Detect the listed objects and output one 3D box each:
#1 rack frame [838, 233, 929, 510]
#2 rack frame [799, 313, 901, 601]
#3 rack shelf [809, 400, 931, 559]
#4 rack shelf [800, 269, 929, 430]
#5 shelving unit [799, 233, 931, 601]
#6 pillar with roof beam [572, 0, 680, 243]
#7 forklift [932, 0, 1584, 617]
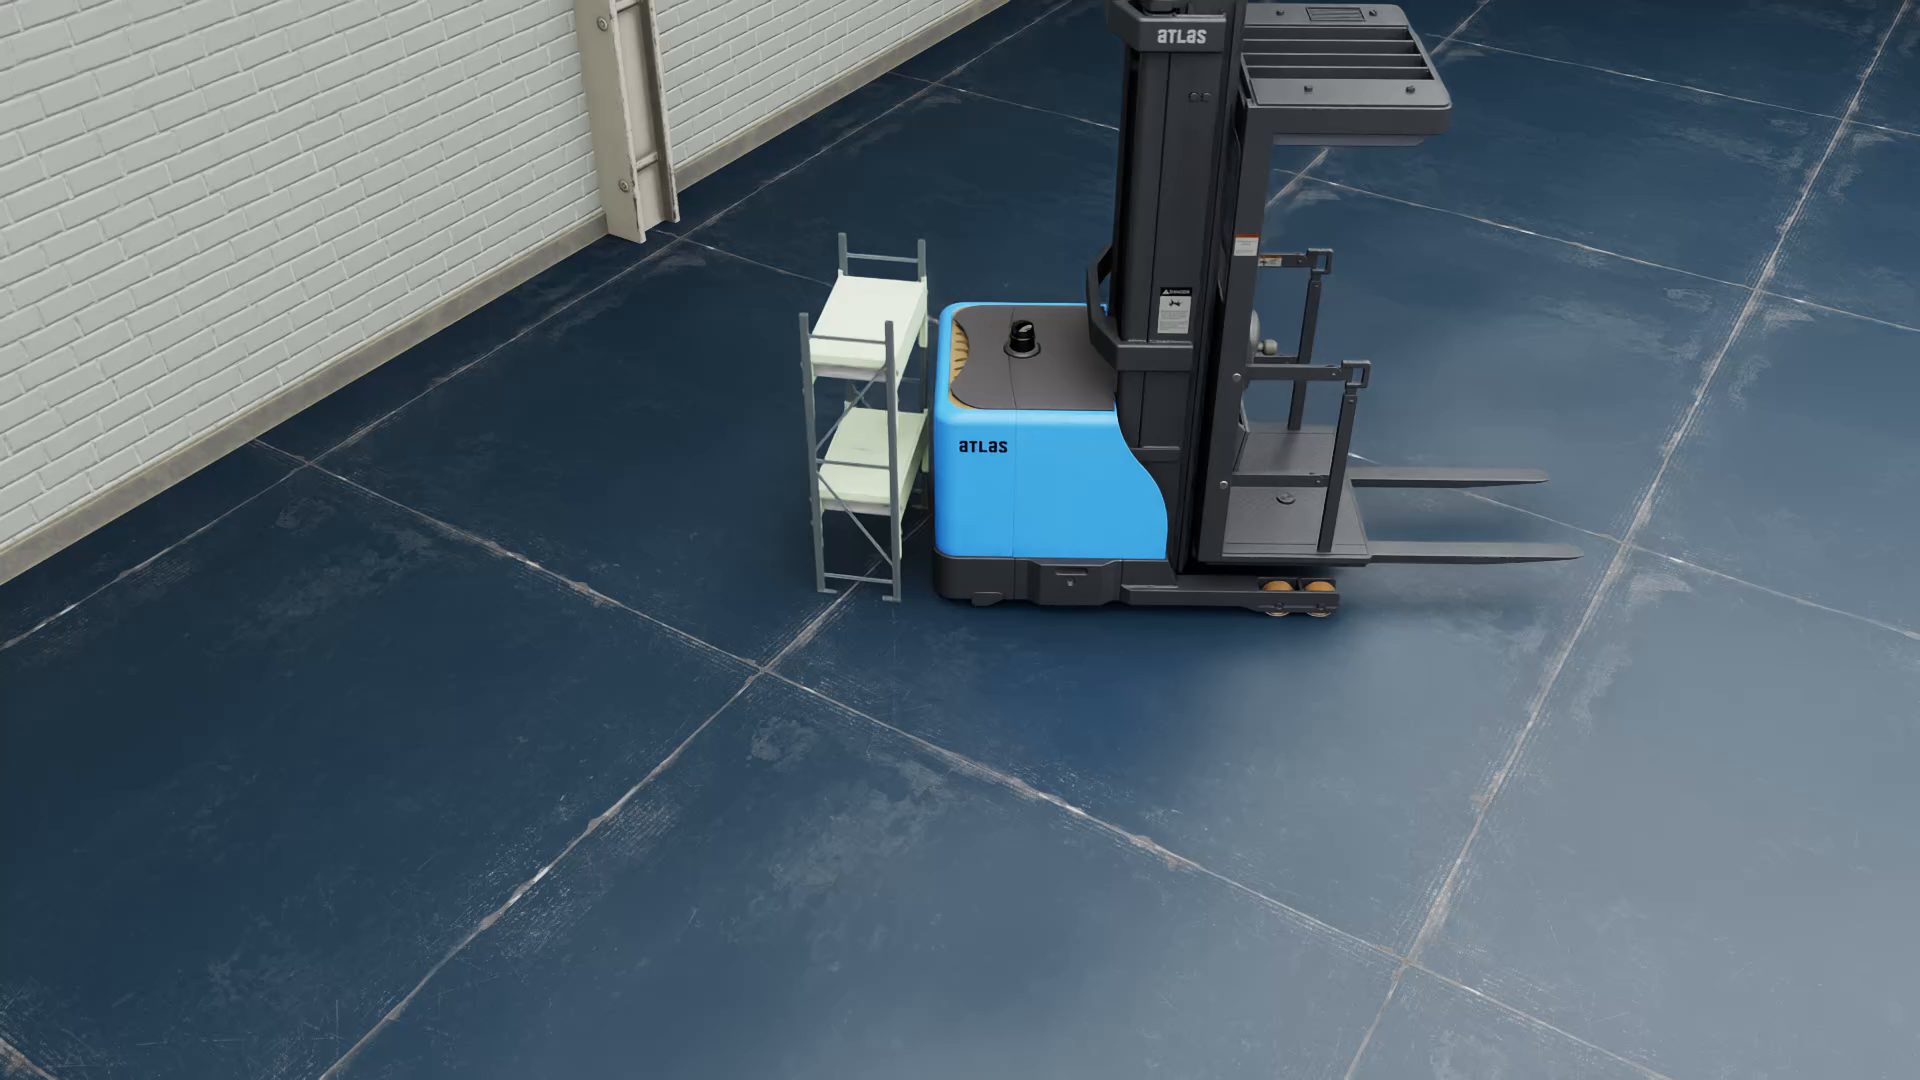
[{"bbox_3d":[-0.354,-0.773,7.964,0.400,1.500,0.023,6,38,8],"label":"rack frame"},{"bbox_3d":[-0.476,-0.332,7.392,0.400,1.500,0.023,6,38,8],"label":"rack frame"},{"bbox_3d":[-0.415,-0.294,7.877,0.431,0.370,0.720,6,38,8],"label":"rack shelf"},{"bbox_3d":[-0.415,-0.862,7.440,0.431,0.370,0.720,6,38,8],"label":"rack shelf"},{"bbox_3d":[-0.415,-0.553,7.678,0.431,1.500,0.755,6,38,8],"label":"shelving unit"},{"bbox_3d":[1.566,-4.207,6.276,9.100,9.000,0.400,21,42,25],"label":"pillar with roof beam"},{"bbox_3d":[1.397,-1.134,7.259,3.031,2.935,1.130,1,38,1],"label":"forklift"}]
